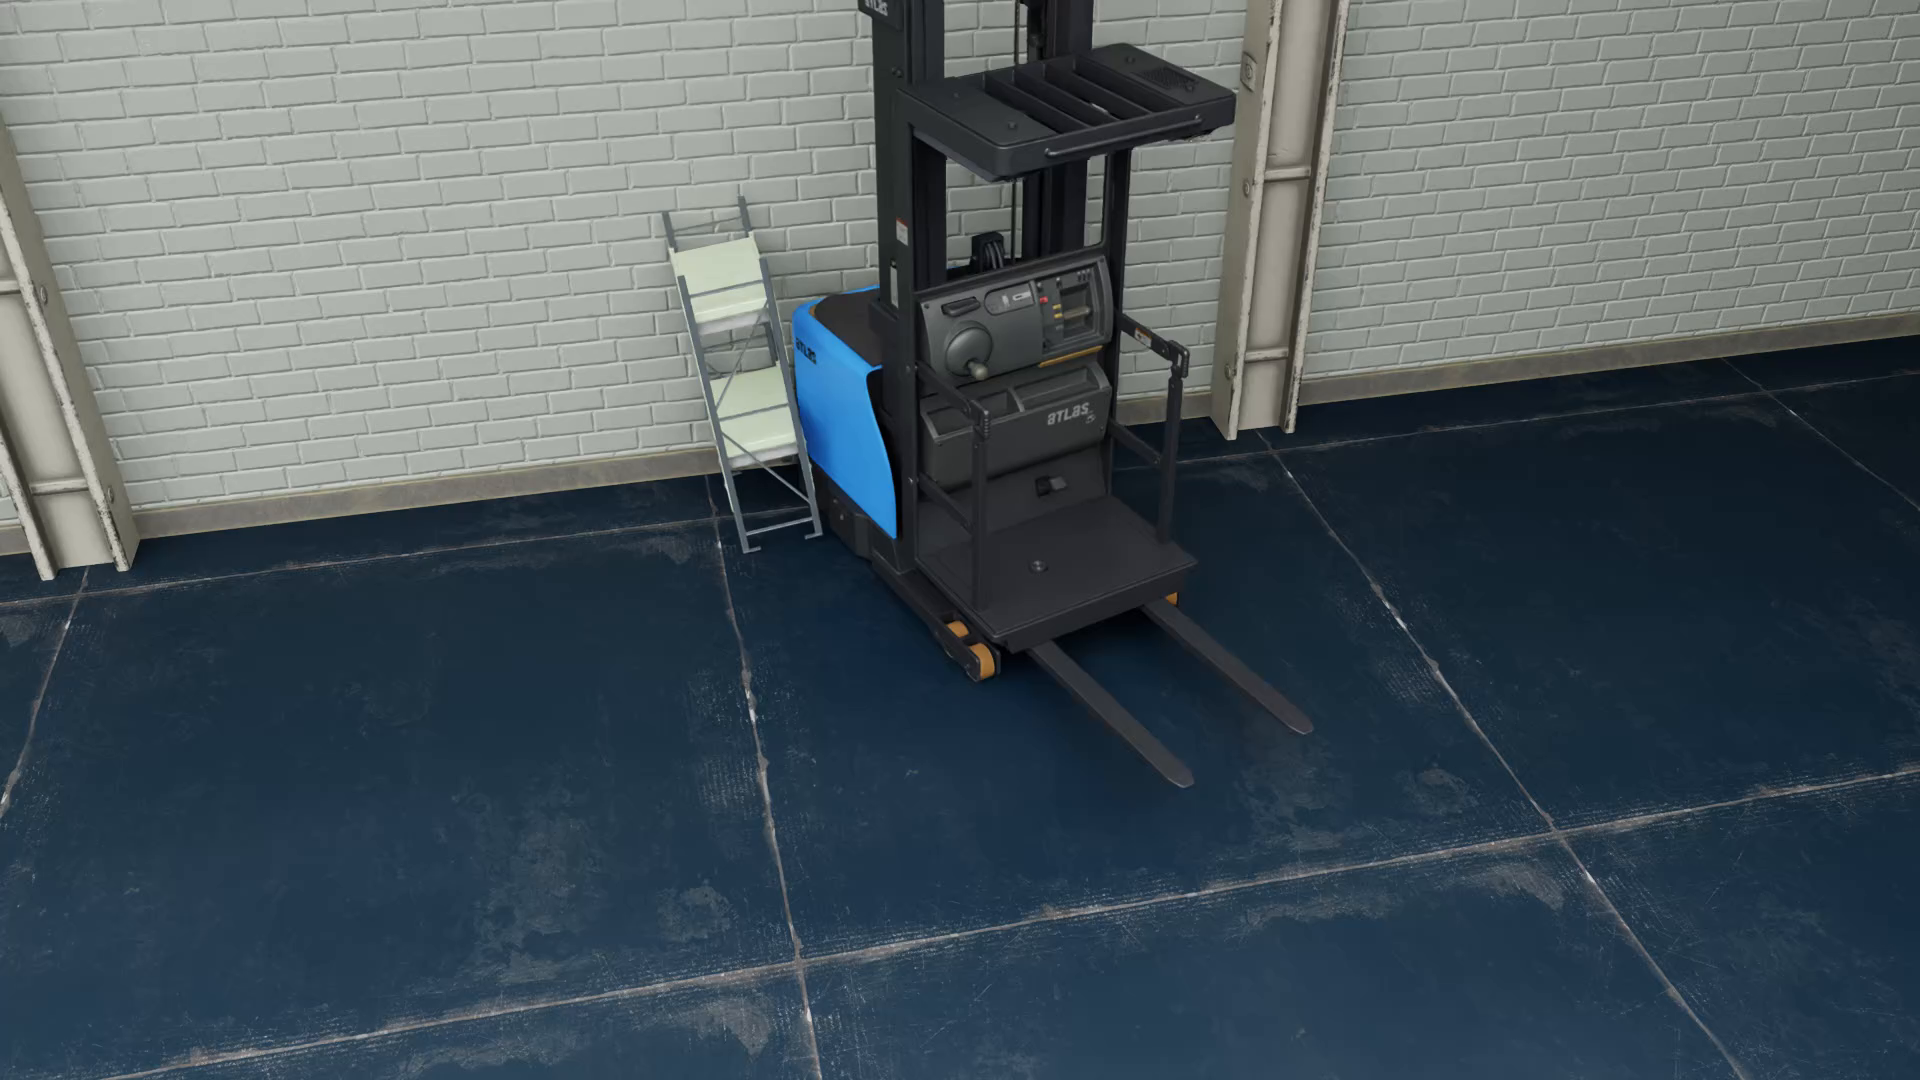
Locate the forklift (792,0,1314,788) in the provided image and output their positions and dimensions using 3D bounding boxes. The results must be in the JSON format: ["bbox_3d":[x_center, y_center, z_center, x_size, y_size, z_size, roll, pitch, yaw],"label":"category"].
[{"bbox_3d":[0.365,-0.892,6.950,1.130,2.935,3.031,-19,38,-25],"label":"forklift"}]

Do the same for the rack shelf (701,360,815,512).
[{"bbox_3d":[-1.006,-0.524,8.224,0.431,0.370,0.720,-14,36,-7],"label":"rack shelf"}]

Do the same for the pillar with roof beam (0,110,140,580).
[{"bbox_3d":[-3.289,-1.311,2.128,0.400,9.000,9.100,-7,35,-11],"label":"pillar with roof beam"}]

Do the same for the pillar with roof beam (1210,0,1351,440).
[{"bbox_3d":[2.563,-2.049,3.227,0.400,9.000,9.100,-7,35,-11],"label":"pillar with roof beam"}]

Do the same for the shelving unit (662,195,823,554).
[{"bbox_3d":[-1.045,-0.788,8.036,0.431,1.500,0.755,-14,36,-7],"label":"shelving unit"}]

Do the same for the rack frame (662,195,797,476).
[{"bbox_3d":[-1.132,-0.986,8.332,0.400,1.500,0.023,-14,36,-7],"label":"rack frame"}]

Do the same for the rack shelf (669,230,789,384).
[{"bbox_3d":[-1.091,-1.104,7.812,0.431,0.370,0.720,-14,36,-7],"label":"rack shelf"}]

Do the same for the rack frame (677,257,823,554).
[{"bbox_3d":[-0.958,-0.590,7.741,0.400,1.500,0.023,-14,36,-7],"label":"rack frame"}]
